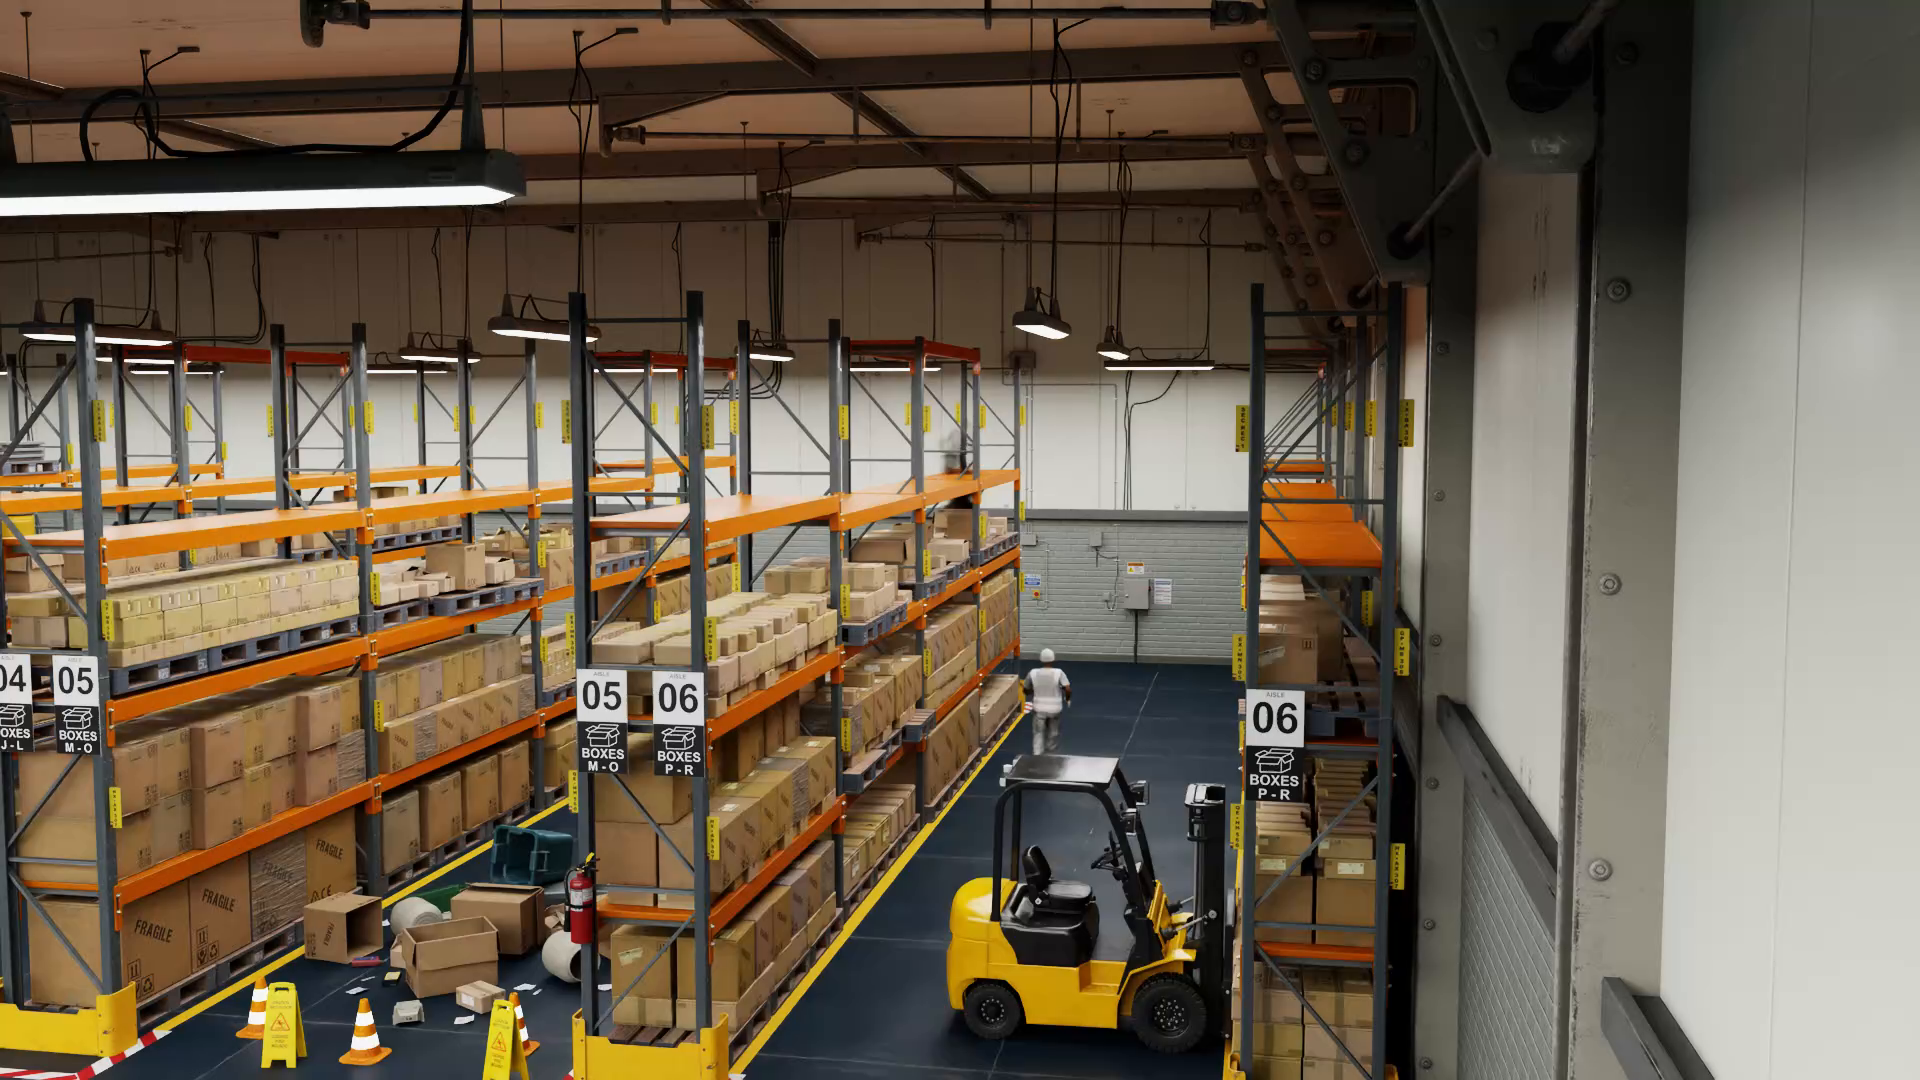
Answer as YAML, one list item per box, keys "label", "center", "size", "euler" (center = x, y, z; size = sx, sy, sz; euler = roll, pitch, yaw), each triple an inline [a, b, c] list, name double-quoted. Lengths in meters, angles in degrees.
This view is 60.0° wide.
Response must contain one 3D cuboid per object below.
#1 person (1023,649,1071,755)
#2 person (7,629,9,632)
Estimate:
- label: "person"
  center: [1.228, 2.358, 23.379]
  size: [0.696, 1.683, 0.951]
  euler: [1, 5, 7]
- label: "person"
  center: [-17.344, 1.869, 29.963]
  size: [0.699, 1.838, 0.822]
  euler: [0, 5, 3]
